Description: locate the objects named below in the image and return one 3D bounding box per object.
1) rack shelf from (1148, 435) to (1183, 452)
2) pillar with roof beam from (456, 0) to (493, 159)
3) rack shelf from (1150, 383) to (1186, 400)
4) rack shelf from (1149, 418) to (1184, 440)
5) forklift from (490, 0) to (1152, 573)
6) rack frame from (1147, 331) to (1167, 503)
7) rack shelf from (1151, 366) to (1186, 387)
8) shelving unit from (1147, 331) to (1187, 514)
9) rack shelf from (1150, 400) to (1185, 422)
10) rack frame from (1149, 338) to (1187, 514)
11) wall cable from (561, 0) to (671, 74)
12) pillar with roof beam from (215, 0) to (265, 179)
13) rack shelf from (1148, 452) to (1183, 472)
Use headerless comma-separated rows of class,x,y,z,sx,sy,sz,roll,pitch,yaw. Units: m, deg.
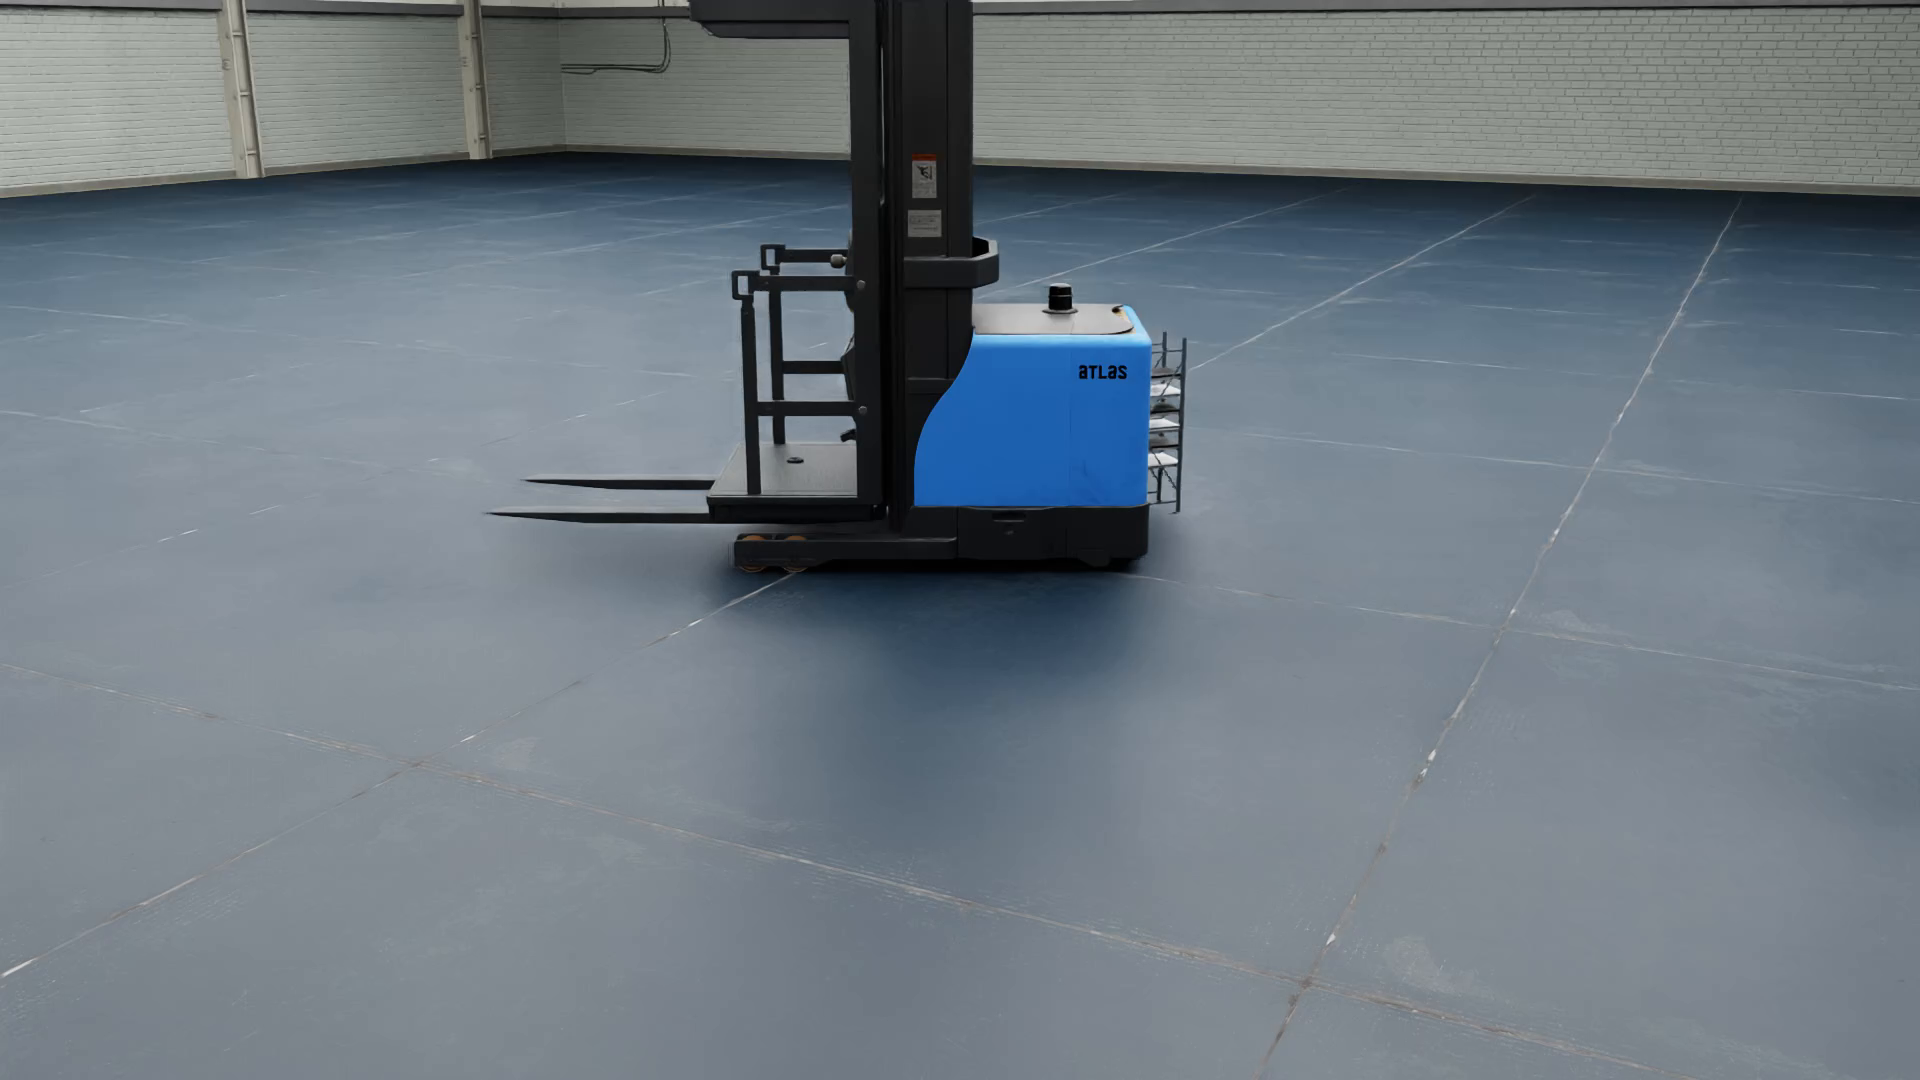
rack shelf,0.972,-0.466,8.447,0.258,0.077,0.200,-6,18,-21
pillar with roof beam,-6.298,-11.844,32.095,9.100,9.000,0.400,8,18,25
rack shelf,0.972,-0.725,8.370,0.258,0.077,0.200,-6,18,-21
rack shelf,0.972,-0.553,8.421,0.258,0.077,0.200,-6,18,-21
forklift,-0.653,-1.407,7.614,3.031,2.935,1.130,0,17,1
rack frame,0.935,-0.612,8.502,0.240,0.900,0.006,-6,18,-21
rack shelf,0.973,-0.812,8.345,0.258,0.077,0.200,-6,18,-21
shelving unit,0.972,-0.585,8.412,0.258,0.900,0.210,-6,18,-21
rack shelf,0.972,-0.639,8.396,0.258,0.077,0.200,-6,18,-21
rack frame,1.010,-0.558,8.321,0.240,0.900,0.006,-6,18,-21
wall cable,-7.650,-11.485,36.341,3.097,2.526,0.112,8,18,25
pillar with roof beam,-8.979,-10.315,26.950,9.100,9.000,0.400,8,18,25
rack shelf,0.972,-0.380,8.473,0.258,0.077,0.200,-6,18,-21
